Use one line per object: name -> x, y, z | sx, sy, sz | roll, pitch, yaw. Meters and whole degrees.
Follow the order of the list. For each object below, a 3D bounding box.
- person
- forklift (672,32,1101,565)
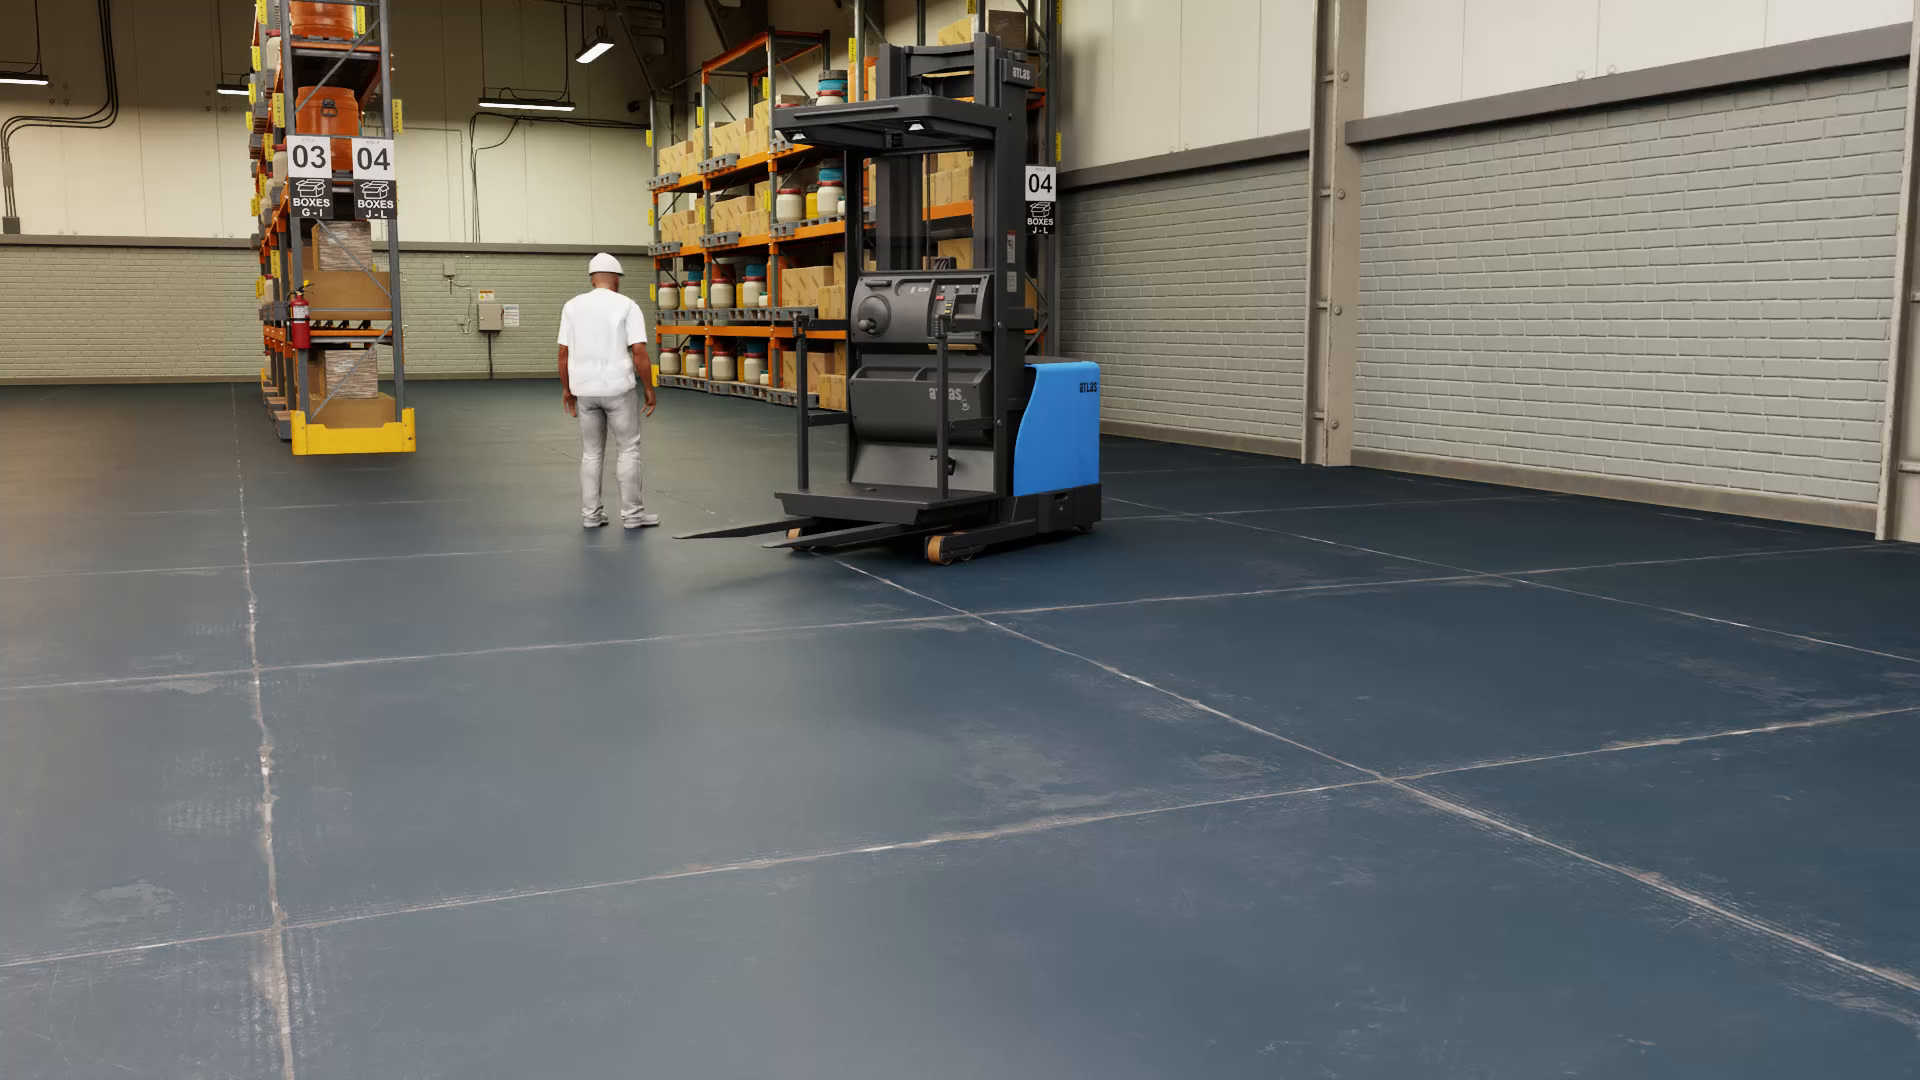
person -> -2.275, -0.964, 10.742 | 0.637, 1.761, 0.460 | 2, 8, 14
forklift -> -0.353, -1.386, 9.451 | 1.130, 2.935, 3.031 | 5, 9, 34
